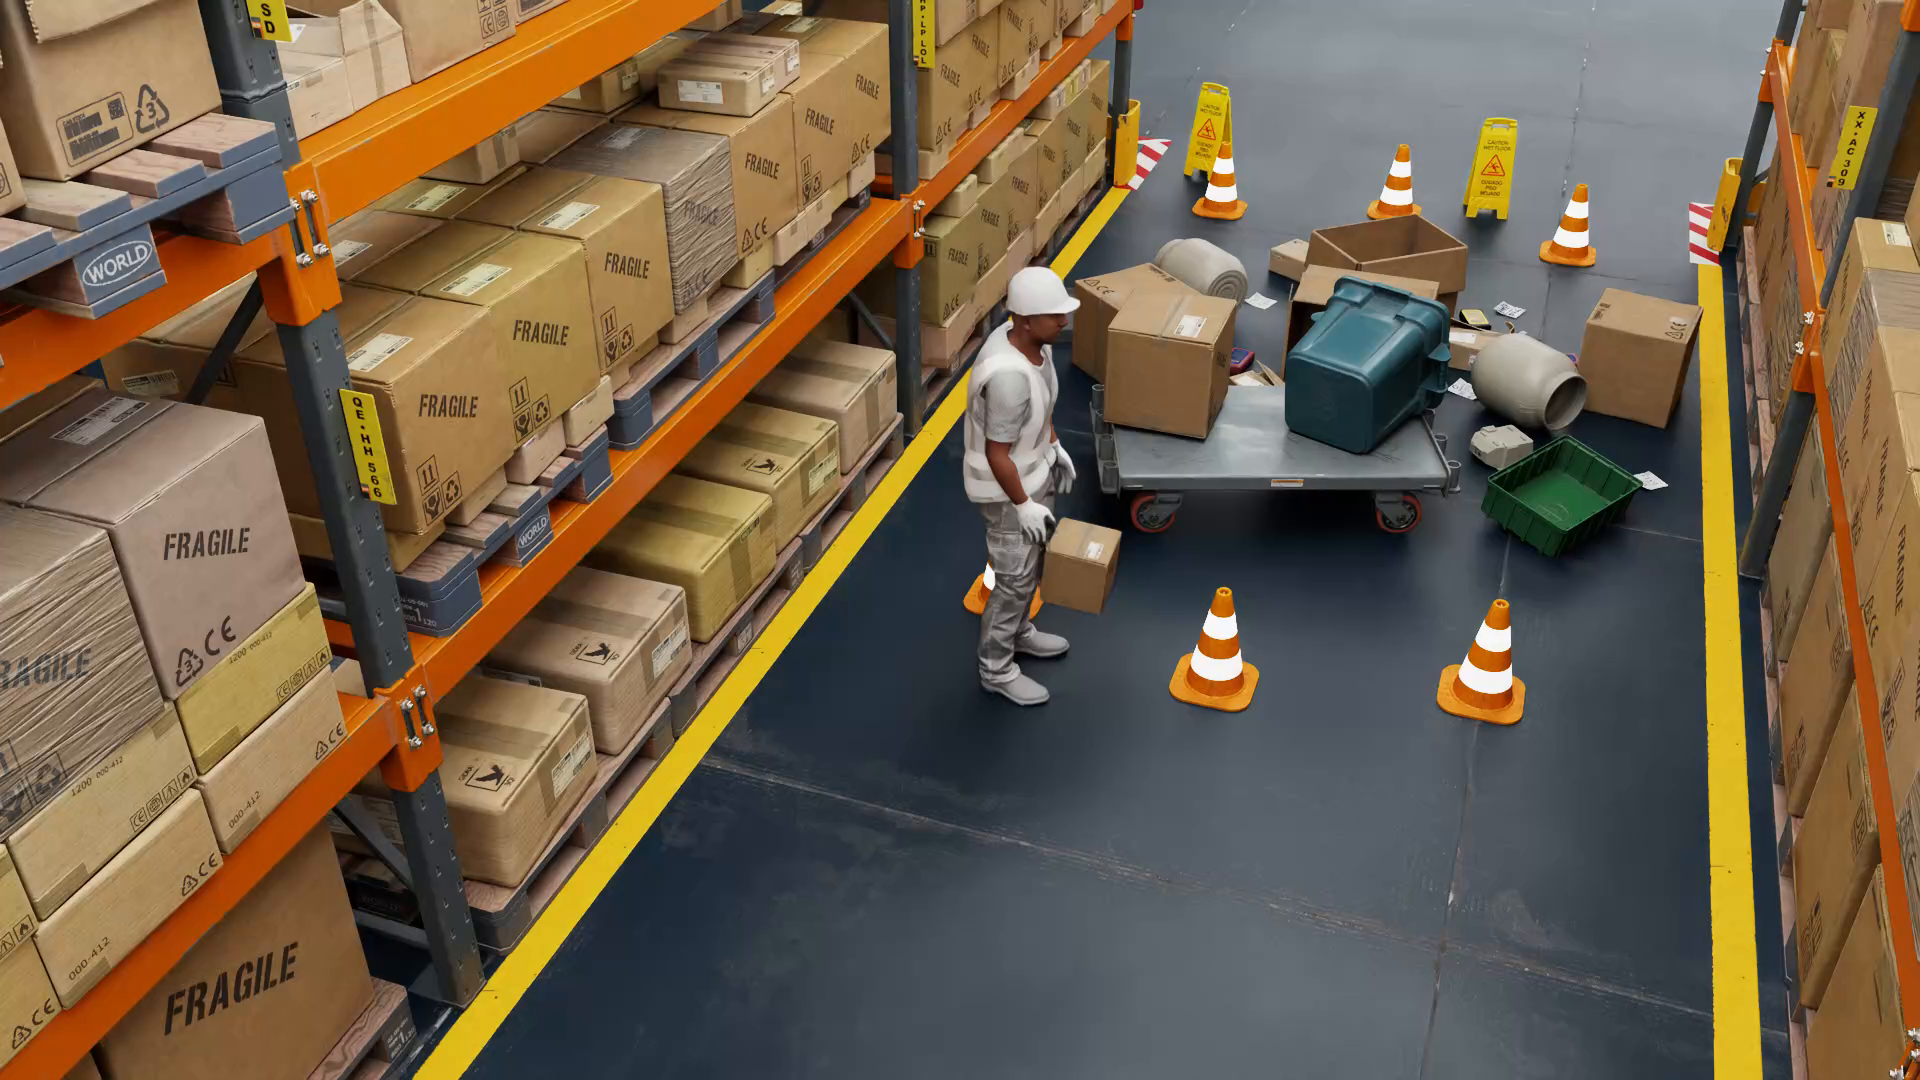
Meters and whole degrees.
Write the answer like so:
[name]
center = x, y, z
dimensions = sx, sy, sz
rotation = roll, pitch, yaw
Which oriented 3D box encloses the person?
[person]
center = 0.232, -0.227, 6.475
dimensions = 0.411, 1.780, 0.575
rotation = 9, 34, 14
